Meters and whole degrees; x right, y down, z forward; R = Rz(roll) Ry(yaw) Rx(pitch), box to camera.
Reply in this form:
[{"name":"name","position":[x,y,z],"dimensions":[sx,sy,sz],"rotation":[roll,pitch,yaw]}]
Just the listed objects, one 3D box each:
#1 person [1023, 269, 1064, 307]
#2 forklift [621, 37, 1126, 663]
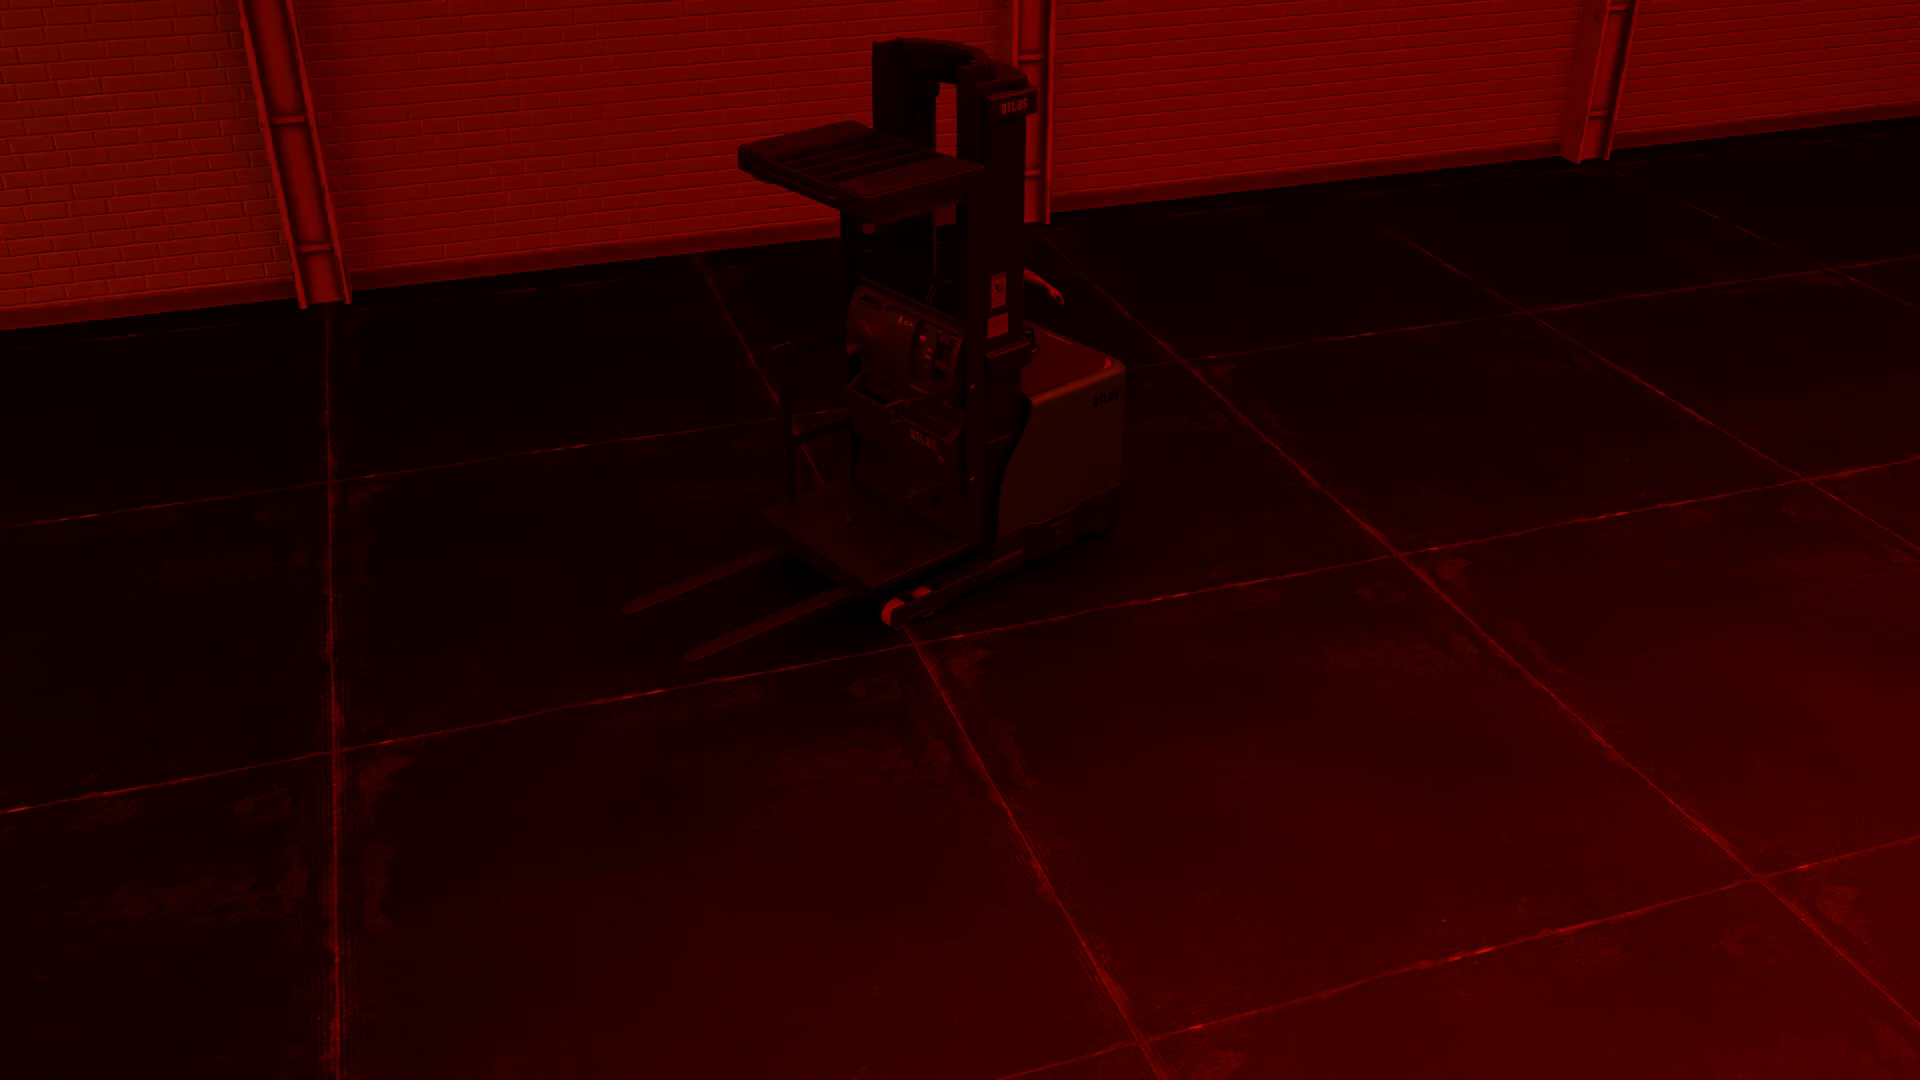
[{"name":"person","position":[0.267,-1.403,10.916],"dimensions":[0.822,1.531,0.728],"rotation":[2,30,3]},{"name":"forklift","position":[-0.461,-1.072,8.951],"dimensions":[3.031,2.935,1.130],"rotation":[-23,37,-34]}]
